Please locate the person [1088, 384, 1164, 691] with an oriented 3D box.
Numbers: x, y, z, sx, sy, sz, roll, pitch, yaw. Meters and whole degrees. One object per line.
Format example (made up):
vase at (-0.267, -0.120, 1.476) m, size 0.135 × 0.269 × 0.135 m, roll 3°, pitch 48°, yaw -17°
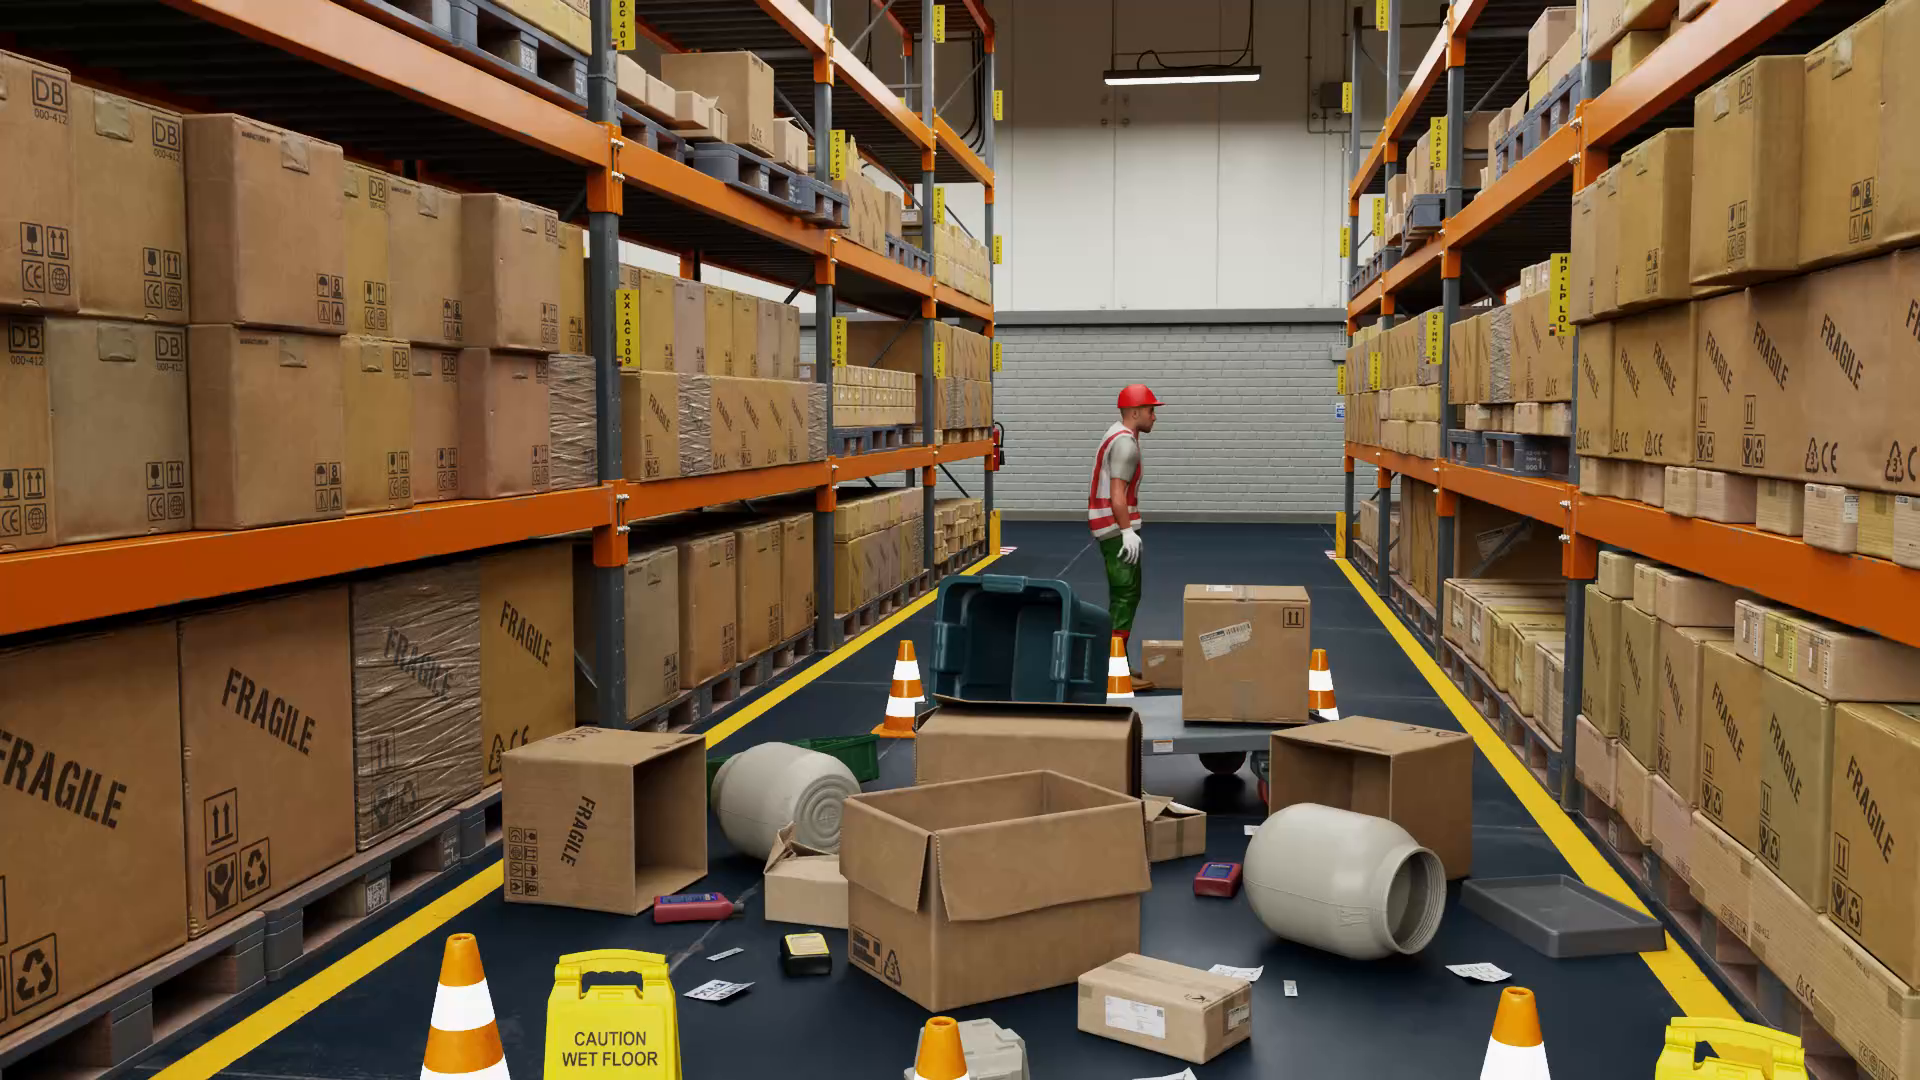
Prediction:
person at (0.981, -0.028, 9.835) m, size 0.449 × 1.779 × 0.619 m, roll 0°, pitch 4°, yaw 5°
